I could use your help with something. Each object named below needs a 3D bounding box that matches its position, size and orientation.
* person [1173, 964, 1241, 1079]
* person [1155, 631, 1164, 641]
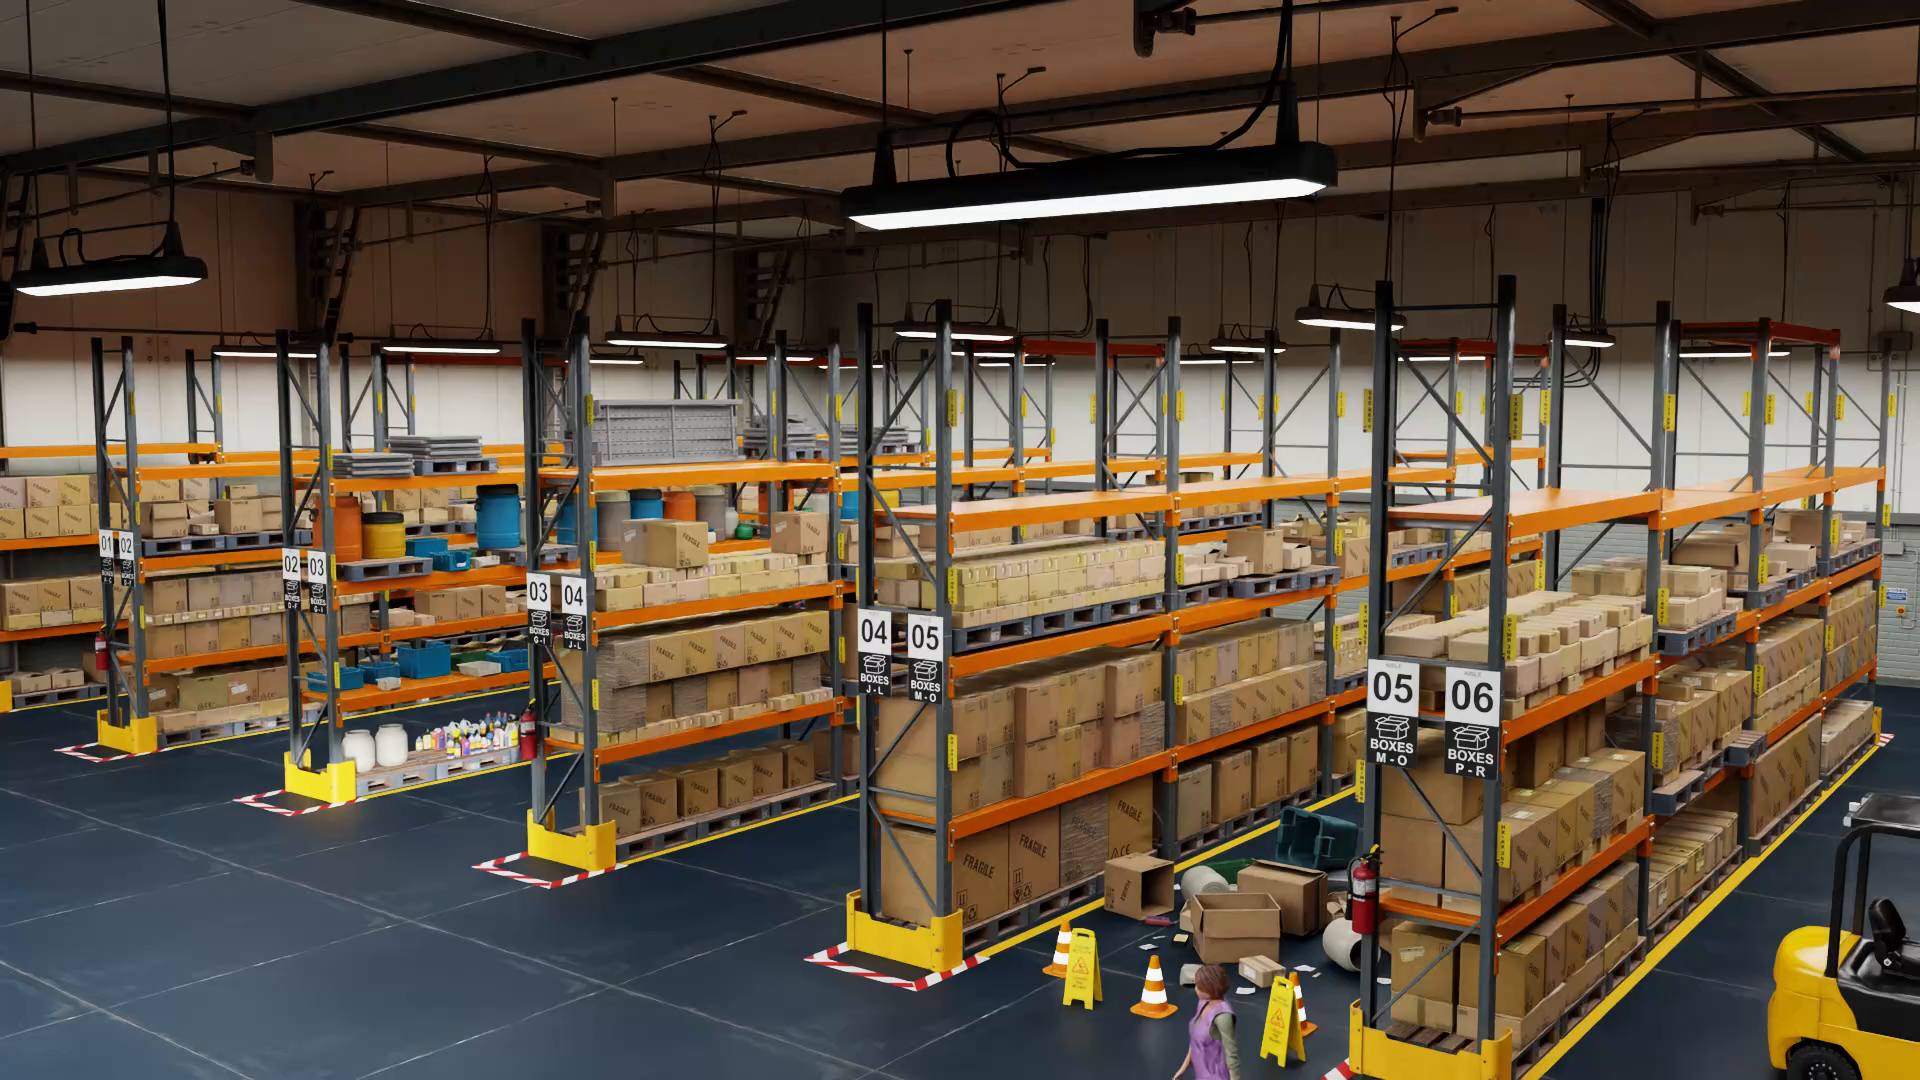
[{"bbox_3d":[1.548,3.456,10.616,0.979,1.540,0.442,0,5,-2],"label":"person"},{"bbox_3d":[3.070,2.089,25.316,0.636,1.705,1.077,4,7,41],"label":"person"}]
